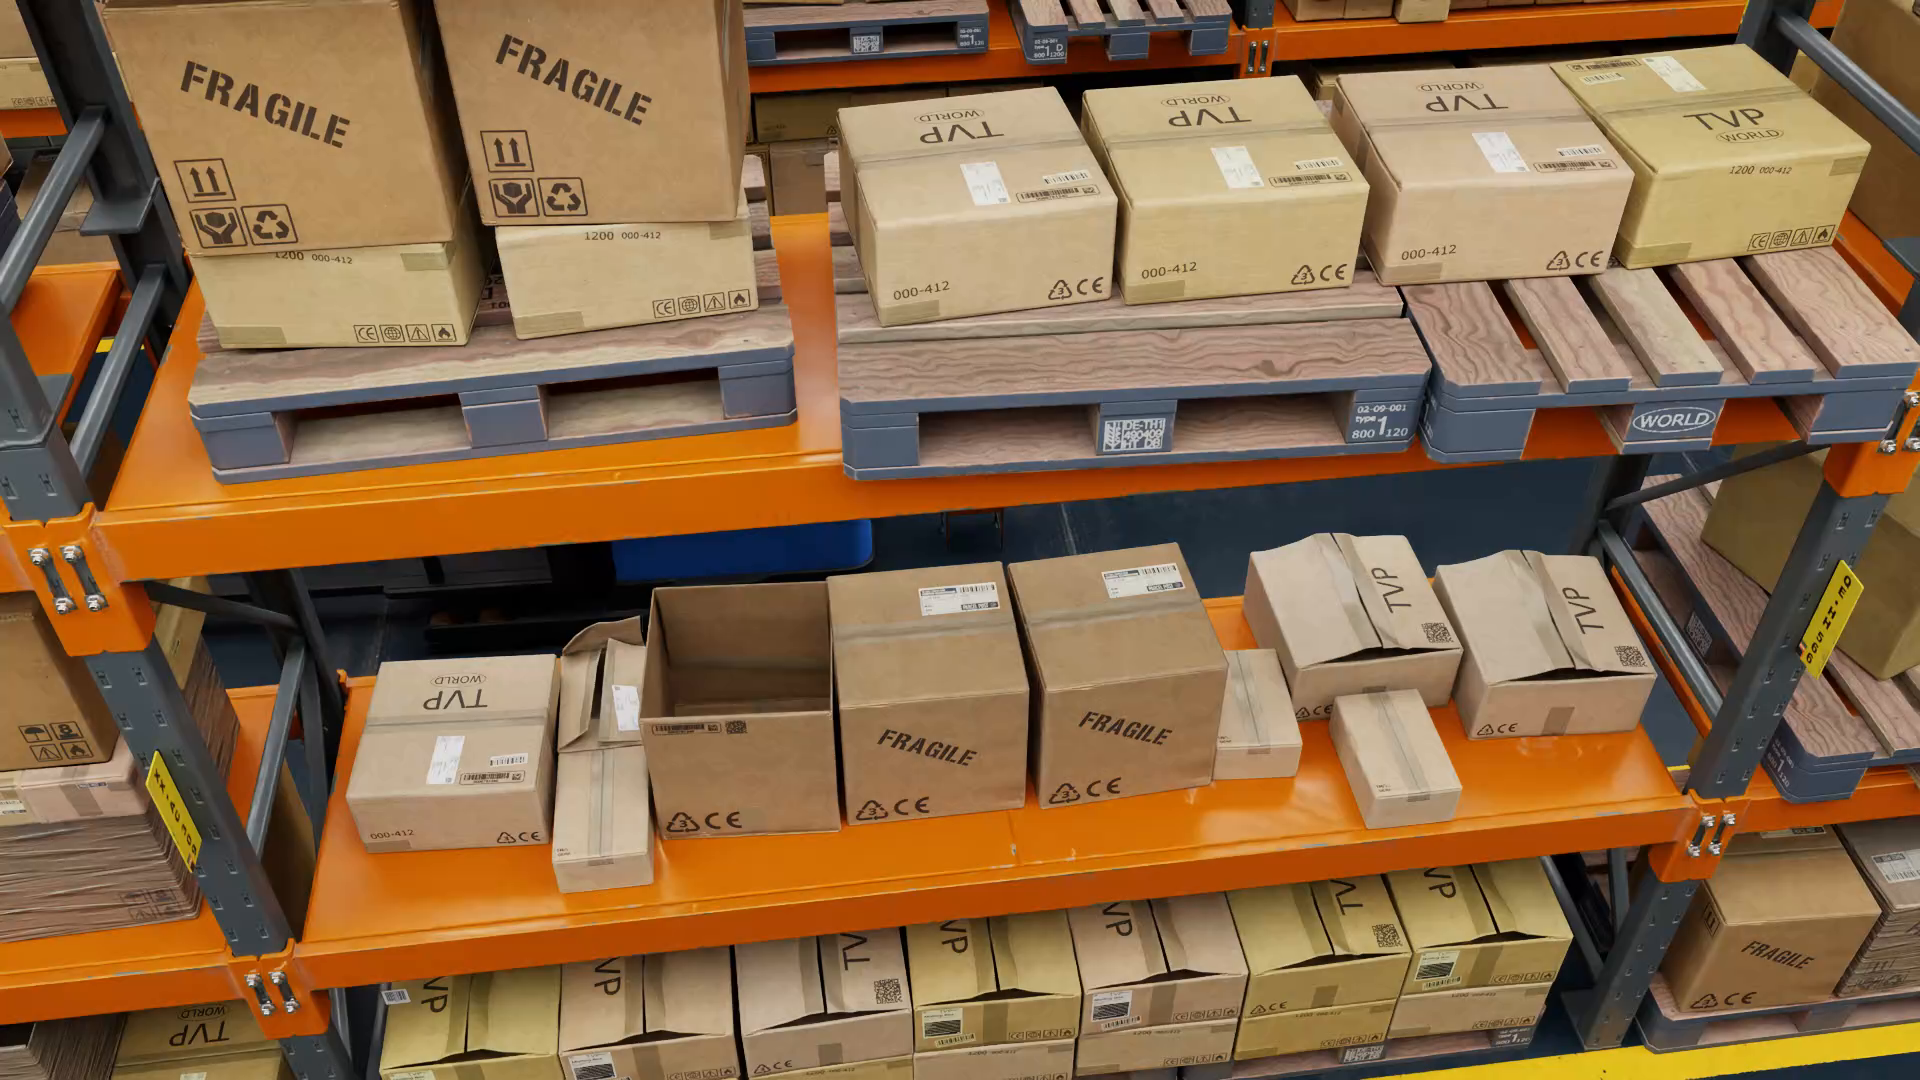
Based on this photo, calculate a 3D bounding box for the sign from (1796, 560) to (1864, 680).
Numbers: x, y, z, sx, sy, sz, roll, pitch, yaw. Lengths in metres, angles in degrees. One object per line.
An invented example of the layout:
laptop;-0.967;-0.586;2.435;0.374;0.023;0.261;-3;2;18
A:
sign;2.162;0.202;4.138;0.005;0.325;0.100;-5;42;-6

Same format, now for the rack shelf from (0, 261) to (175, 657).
rack shelf;-3.863;-0.063;3.592;4.000;0.370;1.077;-5;42;-6

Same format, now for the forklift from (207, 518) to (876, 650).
forklift;-1.901;-0.999;6.385;3.031;2.935;1.130;-4;42;-4

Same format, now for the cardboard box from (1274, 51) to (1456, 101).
cardboard box;2.187;-2.361;9.134;0.750;0.750;0.750;-6;42;-6

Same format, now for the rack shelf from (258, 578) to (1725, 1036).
rack shelf;0.104;0.704;4.982;4.000;0.370;1.077;-5;42;-6

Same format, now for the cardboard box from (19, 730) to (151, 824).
cardboard box;-2.121;0.498;4.114;0.250;0.149;0.380;-5;42;-6

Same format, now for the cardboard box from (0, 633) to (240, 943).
cardboard box;-2.319;0.616;4.468;0.500;0.500;0.700;-6;42;-7

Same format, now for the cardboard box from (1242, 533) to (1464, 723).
cardboard box;1.175;0.245;5.020;0.500;0.311;0.500;-5;42;-6

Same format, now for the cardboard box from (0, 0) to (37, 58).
cardboard box;-4.464;-2.533;7.572;0.500;0.500;0.500;-4;42;-4

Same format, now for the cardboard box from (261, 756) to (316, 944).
cardboard box;-2.380;1.029;5.264;0.500;0.500;0.500;-5;42;-6

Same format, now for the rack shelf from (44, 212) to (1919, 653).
rack shelf;0.104;-0.410;3.978;4.000;0.370;1.077;-5;42;-6

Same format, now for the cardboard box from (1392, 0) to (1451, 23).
cardboard box;2.323;-2.798;8.501;0.250;0.149;0.380;-4;42;-4

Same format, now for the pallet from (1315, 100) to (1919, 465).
pallet;1.425;-0.662;3.861;1.003;0.211;1.213;-3;42;-4

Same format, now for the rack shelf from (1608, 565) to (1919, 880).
rack shelf;4.070;0.357;5.367;4.000;0.370;1.077;-5;42;-6

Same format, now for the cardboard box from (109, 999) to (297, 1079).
cardboard box;-2.311;1.661;5.124;0.500;0.250;0.500;-5;42;-6

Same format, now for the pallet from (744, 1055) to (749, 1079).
pallet;-1.154;1.556;5.582;1.213;0.211;1.003;-5;42;-6

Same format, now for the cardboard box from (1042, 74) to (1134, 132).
cardboard box;0.734;-2.164;9.163;0.500;0.500;0.700;-4;42;-5

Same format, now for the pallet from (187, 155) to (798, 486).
pallet;-1.007;-0.518;3.703;1.217;0.209;0.805;-7;42;-7

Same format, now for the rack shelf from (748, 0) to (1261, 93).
rack shelf;-0.542;-2.586;8.629;4.000;0.370;1.077;-5;42;-6

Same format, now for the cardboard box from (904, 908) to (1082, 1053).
cardboard box;0.087;1.263;5.147;0.500;0.311;0.500;-4;42;-4

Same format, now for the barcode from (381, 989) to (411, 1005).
barcode;-1.572;1.273;4.635;0.075;0.075;0.001;-5;42;-6

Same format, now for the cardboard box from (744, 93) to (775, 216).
cardboard box;-1.292;-2.067;9.055;0.500;0.500;0.700;-6;42;-6

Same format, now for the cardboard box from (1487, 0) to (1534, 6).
cardboard box;2.812;-2.930;8.647;0.250;0.149;0.380;-4;42;-5

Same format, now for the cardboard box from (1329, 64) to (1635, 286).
cardboard box;1.127;-0.817;3.690;0.500;0.250;0.500;-4;42;-4

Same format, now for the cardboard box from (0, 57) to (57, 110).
cardboard box;-4.446;-2.252;7.820;0.500;0.250;0.500;-5;42;-5

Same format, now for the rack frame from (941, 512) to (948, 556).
rack frame;-0.068;-0.384;7.107;0.008;1.050;0.200;-5;42;-6

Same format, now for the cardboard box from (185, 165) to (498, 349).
cardboard box;-1.267;-0.651;3.506;0.500;0.250;0.500;-1;42;-1

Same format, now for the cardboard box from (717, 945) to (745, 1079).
cardboard box;-0.940;1.562;5.234;0.500;0.250;0.500;-4;42;-4

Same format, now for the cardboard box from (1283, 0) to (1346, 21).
cardboard box;1.797;-2.815;8.519;0.250;0.149;0.380;-6;42;-6

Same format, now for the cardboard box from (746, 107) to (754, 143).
cardboard box;-1.361;-2.308;8.763;0.500;0.250;0.500;-6;42;-6

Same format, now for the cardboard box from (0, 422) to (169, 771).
cardboard box;-2.319;0.134;4.033;0.500;0.500;0.700;-5;42;-5

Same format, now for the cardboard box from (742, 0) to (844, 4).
cardboard box;-0.812;-3.023;8.174;0.500;0.500;0.700;0;42;0

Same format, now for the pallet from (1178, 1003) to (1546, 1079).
pallet;1.265;1.344;5.817;1.213;0.211;1.003;-5;42;-6

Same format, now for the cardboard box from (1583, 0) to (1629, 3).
cardboard box;3.317;-2.956;8.675;0.250;0.149;0.380;-5;42;-5

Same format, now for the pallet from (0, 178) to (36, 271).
pallet;-2.722;-0.379;3.473;1.213;0.211;1.003;-5;42;-6

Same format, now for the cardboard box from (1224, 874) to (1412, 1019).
cardboard box;1.085;1.178;5.240;0.500;0.311;0.500;-6;42;-6

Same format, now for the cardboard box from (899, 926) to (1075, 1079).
cardboard box;0.077;1.471;5.334;0.500;0.250;0.500;-4;42;-5

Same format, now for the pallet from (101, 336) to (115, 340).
pallet;-4.399;-1.454;8.919;1.213;0.211;1.003;-5;42;-6

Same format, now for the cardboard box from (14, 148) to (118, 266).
cardboard box;-4.495;-1.647;8.590;0.500;0.500;0.700;-7;43;-8

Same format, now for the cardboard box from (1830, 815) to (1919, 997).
cardboard box;3.094;1.129;5.512;0.500;0.500;0.500;-6;42;-7

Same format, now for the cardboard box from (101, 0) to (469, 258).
cardboard box;-1.263;-0.909;3.233;0.500;0.500;0.500;-5;42;-5

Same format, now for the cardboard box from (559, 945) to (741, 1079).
cardboard box;-0.940;1.357;5.042;0.500;0.311;0.500;-5;42;-6

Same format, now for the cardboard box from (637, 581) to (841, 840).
cardboard box;-0.593;0.472;4.628;0.500;0.500;0.500;-2;42;-2

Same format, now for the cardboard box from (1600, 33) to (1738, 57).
cardboard box;3.898;-2.510;9.299;0.750;0.750;0.750;-4;42;-4

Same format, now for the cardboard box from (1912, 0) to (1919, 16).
cardboard box;2.520;-1.293;3.598;0.500;0.500;0.500;-5;42;-6

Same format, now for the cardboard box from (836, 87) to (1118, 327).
cardboard box;0.024;-0.729;3.593;0.500;0.250;0.500;-8;43;-9

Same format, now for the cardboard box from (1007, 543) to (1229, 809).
cardboard box;0.425;0.383;4.727;0.500;0.500;0.500;-7;43;-8

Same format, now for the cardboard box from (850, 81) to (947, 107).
cardboard box;-0.349;-2.387;8.850;0.500;0.250;0.500;-5;42;-6

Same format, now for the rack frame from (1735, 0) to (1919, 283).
rack frame;2.087;-1.965;2.925;0.127;3.000;1.000;-5;42;-6

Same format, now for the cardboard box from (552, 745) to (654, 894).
cardboard box;-0.974;0.763;4.568;0.250;0.149;0.380;-5;42;-6

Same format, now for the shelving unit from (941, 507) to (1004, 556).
shelving unit;0.053;-0.394;7.119;0.252;1.050;0.215;-5;42;-6

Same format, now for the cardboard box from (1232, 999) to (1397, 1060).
cardboard box;1.086;1.383;5.432;0.500;0.250;0.500;-5;42;-6

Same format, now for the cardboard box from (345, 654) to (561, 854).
cardboard box;-1.397;0.594;4.679;0.500;0.250;0.500;-3;42;-3

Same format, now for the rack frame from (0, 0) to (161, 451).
rack frame;-1.879;-1.617;2.539;0.127;3.000;1.000;-5;42;-6

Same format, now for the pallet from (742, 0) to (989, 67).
pallet;-0.517;-2.756;8.424;1.213;0.211;1.003;-5;42;-6
